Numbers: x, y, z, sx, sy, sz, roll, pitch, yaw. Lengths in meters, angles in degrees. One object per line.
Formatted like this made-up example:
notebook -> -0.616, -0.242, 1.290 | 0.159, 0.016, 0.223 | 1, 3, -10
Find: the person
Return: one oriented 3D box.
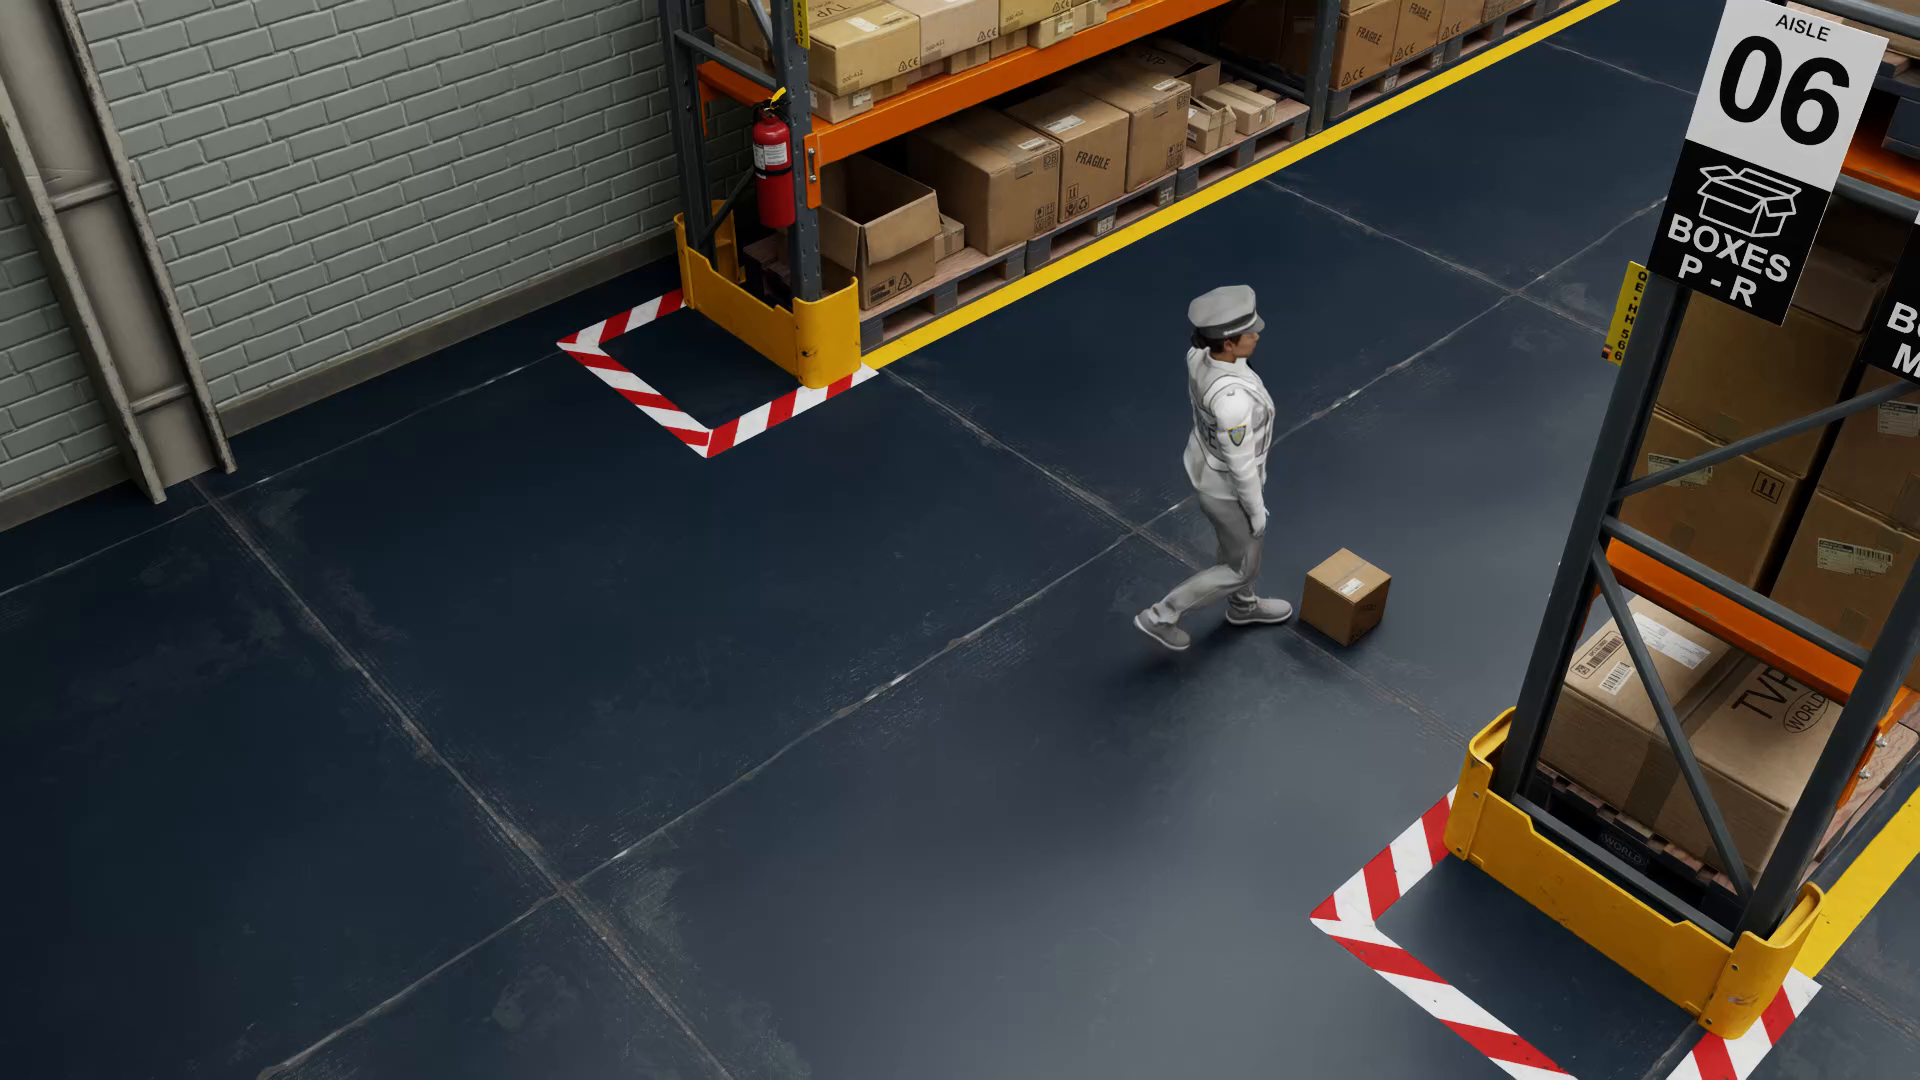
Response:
person -> 1.048, -0.240, 6.418 | 0.745, 1.661, 0.502 | -6, 40, -7
